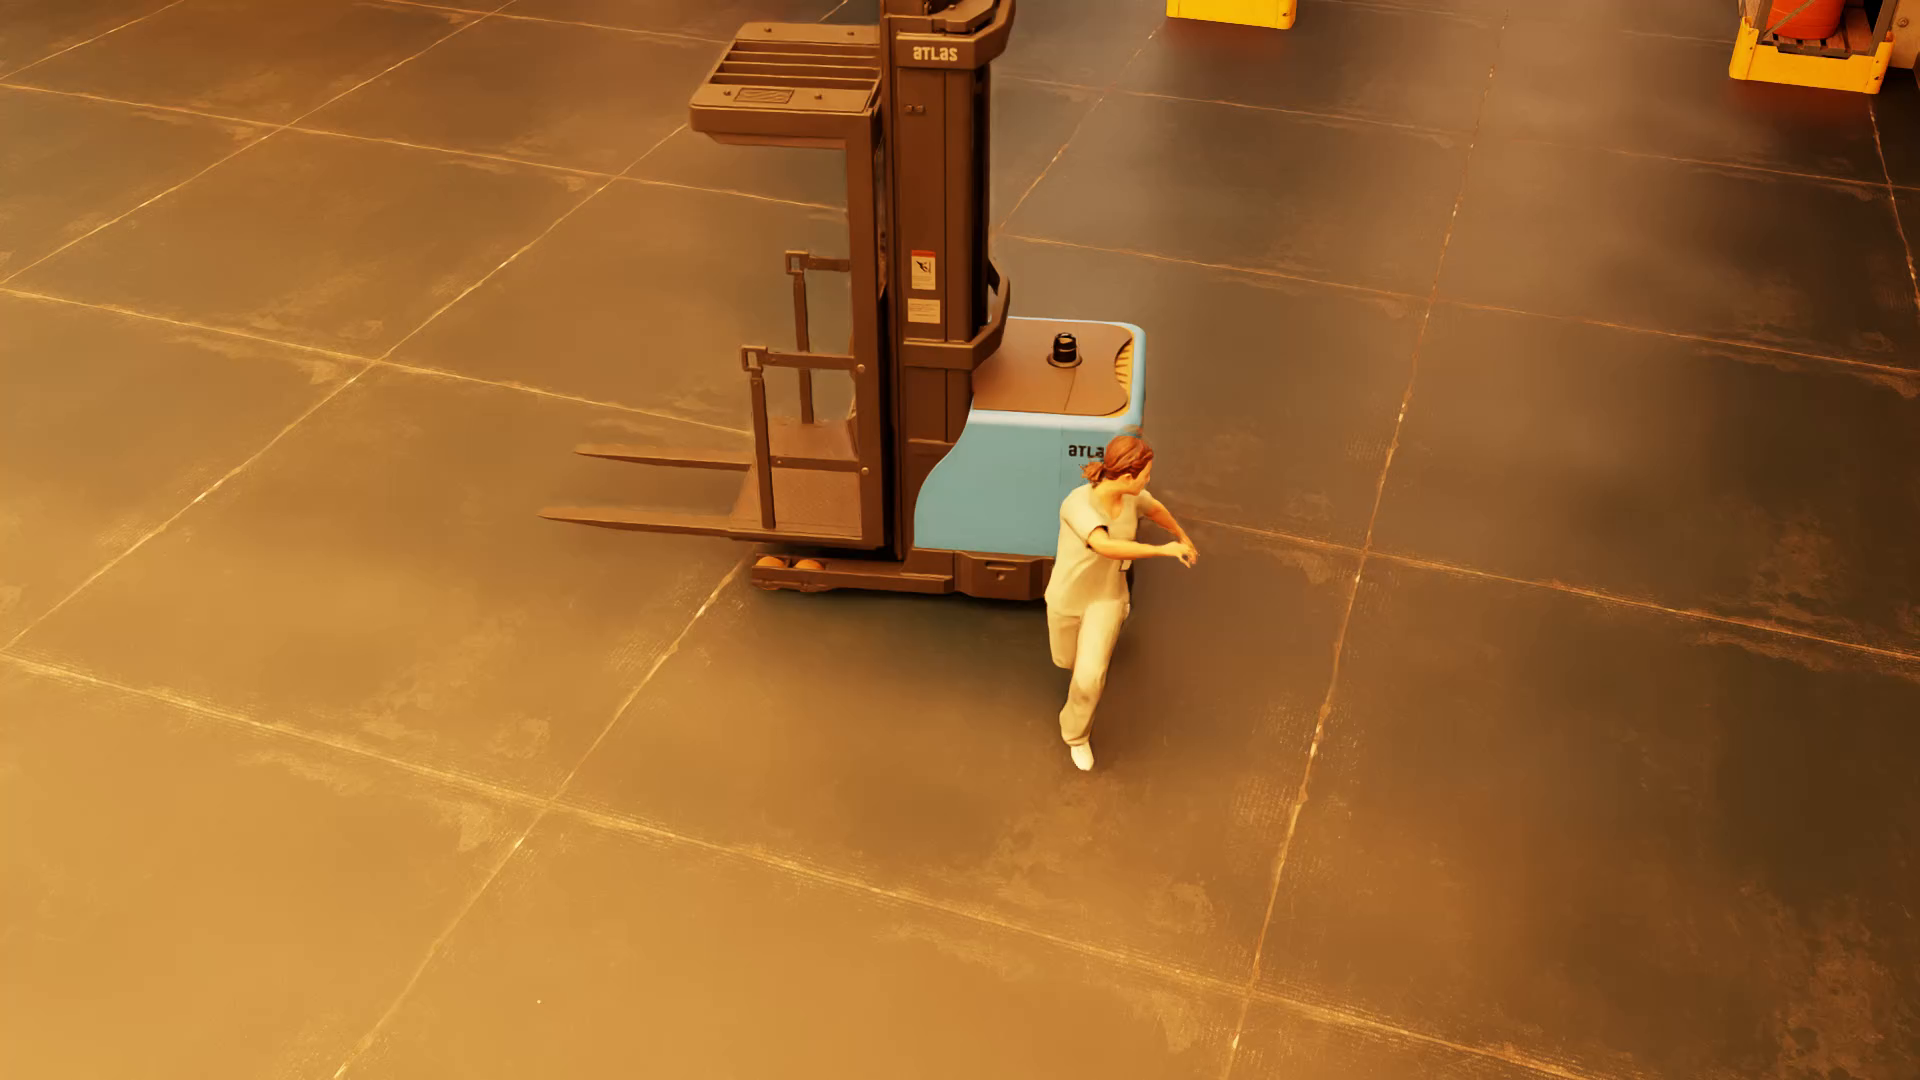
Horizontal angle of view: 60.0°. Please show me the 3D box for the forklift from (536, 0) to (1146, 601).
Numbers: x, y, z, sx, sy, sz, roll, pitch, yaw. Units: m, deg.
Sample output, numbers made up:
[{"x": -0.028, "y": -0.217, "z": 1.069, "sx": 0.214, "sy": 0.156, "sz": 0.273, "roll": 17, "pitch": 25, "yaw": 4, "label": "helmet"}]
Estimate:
[{"x": -0.611, "y": -1.231, "z": 7.847, "sx": 3.031, "sy": 2.935, "sz": 1.130, "roll": 4, "pitch": 36, "yaw": 5, "label": "forklift"}]

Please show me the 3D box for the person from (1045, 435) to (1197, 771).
[{"x": 0.710, "y": 0.186, "z": 7.210, "sx": 0.684, "sy": 1.439, "sz": 0.947, "roll": 1, "pitch": 35, "yaw": 1, "label": "person"}]
